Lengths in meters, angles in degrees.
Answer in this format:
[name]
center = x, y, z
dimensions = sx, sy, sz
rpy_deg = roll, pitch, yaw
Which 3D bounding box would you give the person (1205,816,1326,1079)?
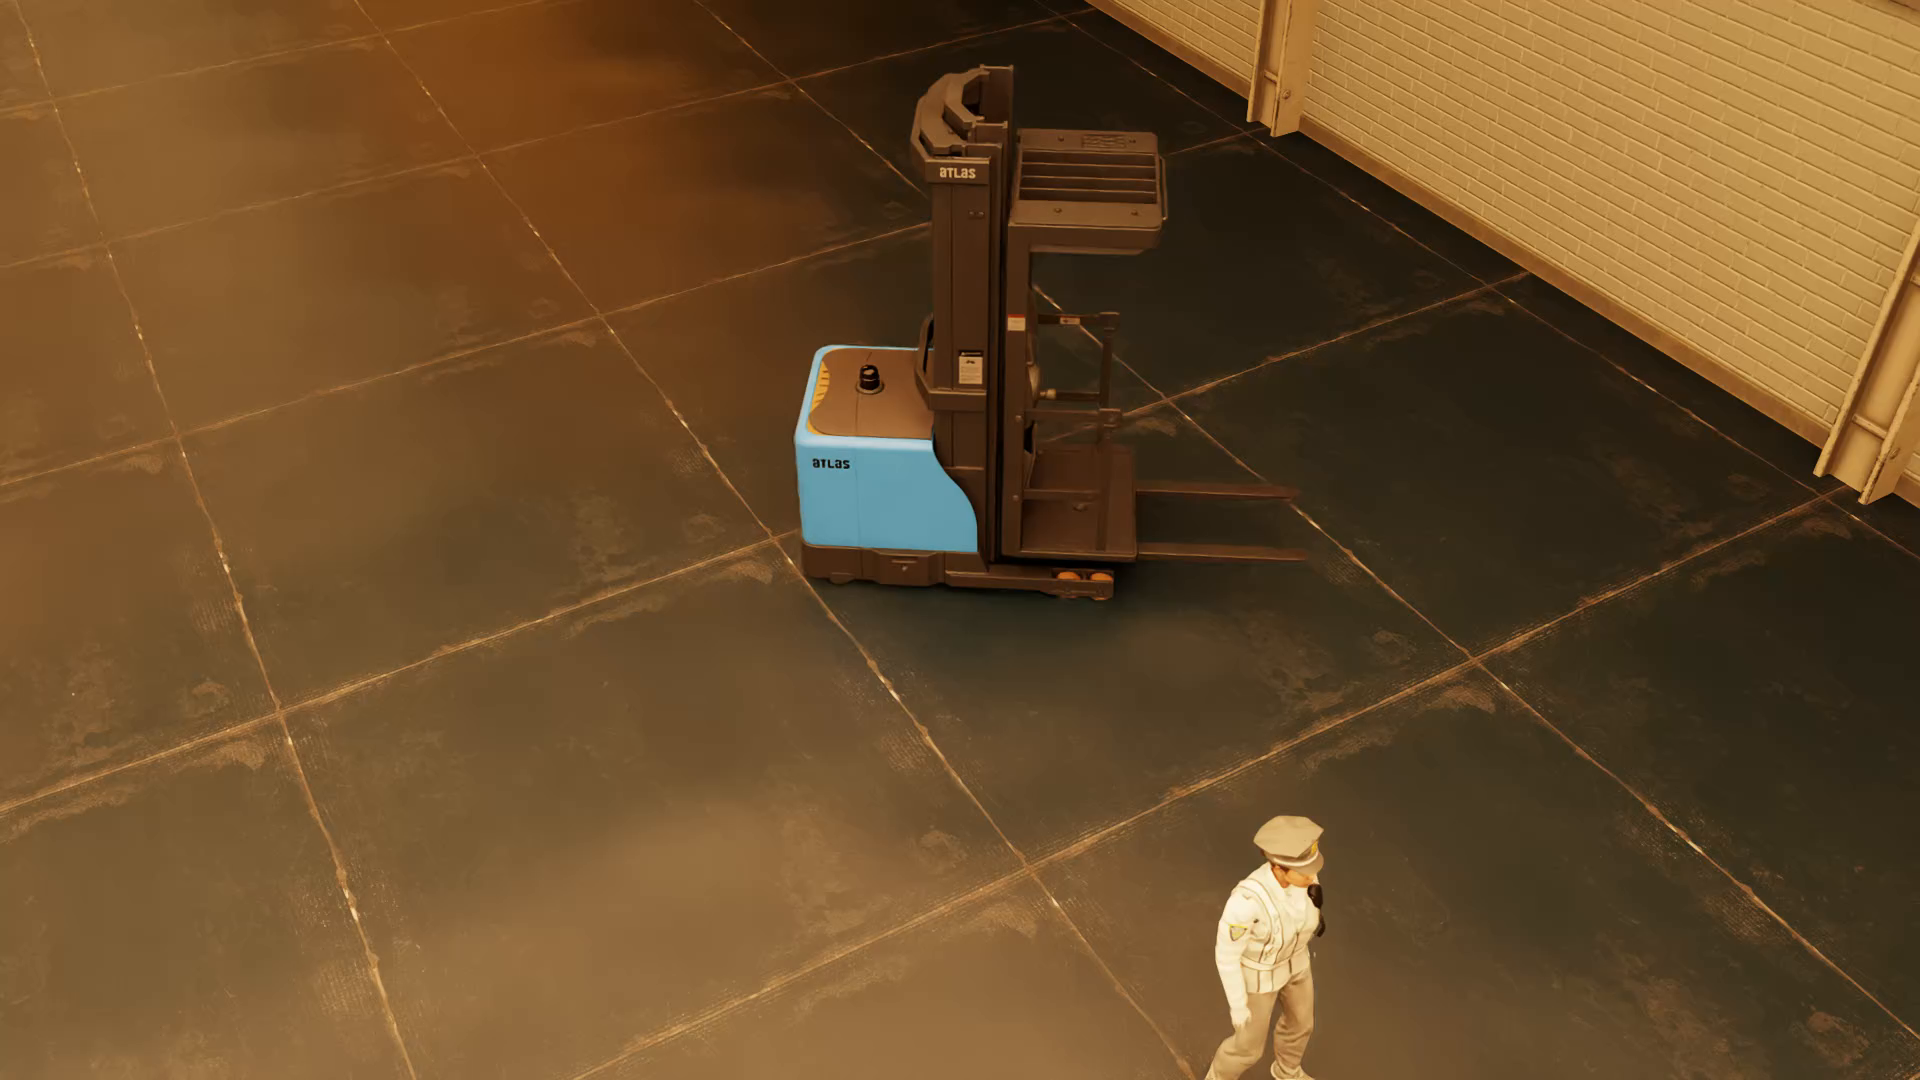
[person]
center = 1.322, 1.819, 6.858
dimensions = 0.567, 1.717, 0.465
rpy_deg = -27, 47, -29

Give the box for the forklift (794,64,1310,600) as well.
[forklift]
center = 0.587, -1.122, 9.389
dimensions = 3.031, 2.935, 1.130
rpy_deg = 2, 40, 3
